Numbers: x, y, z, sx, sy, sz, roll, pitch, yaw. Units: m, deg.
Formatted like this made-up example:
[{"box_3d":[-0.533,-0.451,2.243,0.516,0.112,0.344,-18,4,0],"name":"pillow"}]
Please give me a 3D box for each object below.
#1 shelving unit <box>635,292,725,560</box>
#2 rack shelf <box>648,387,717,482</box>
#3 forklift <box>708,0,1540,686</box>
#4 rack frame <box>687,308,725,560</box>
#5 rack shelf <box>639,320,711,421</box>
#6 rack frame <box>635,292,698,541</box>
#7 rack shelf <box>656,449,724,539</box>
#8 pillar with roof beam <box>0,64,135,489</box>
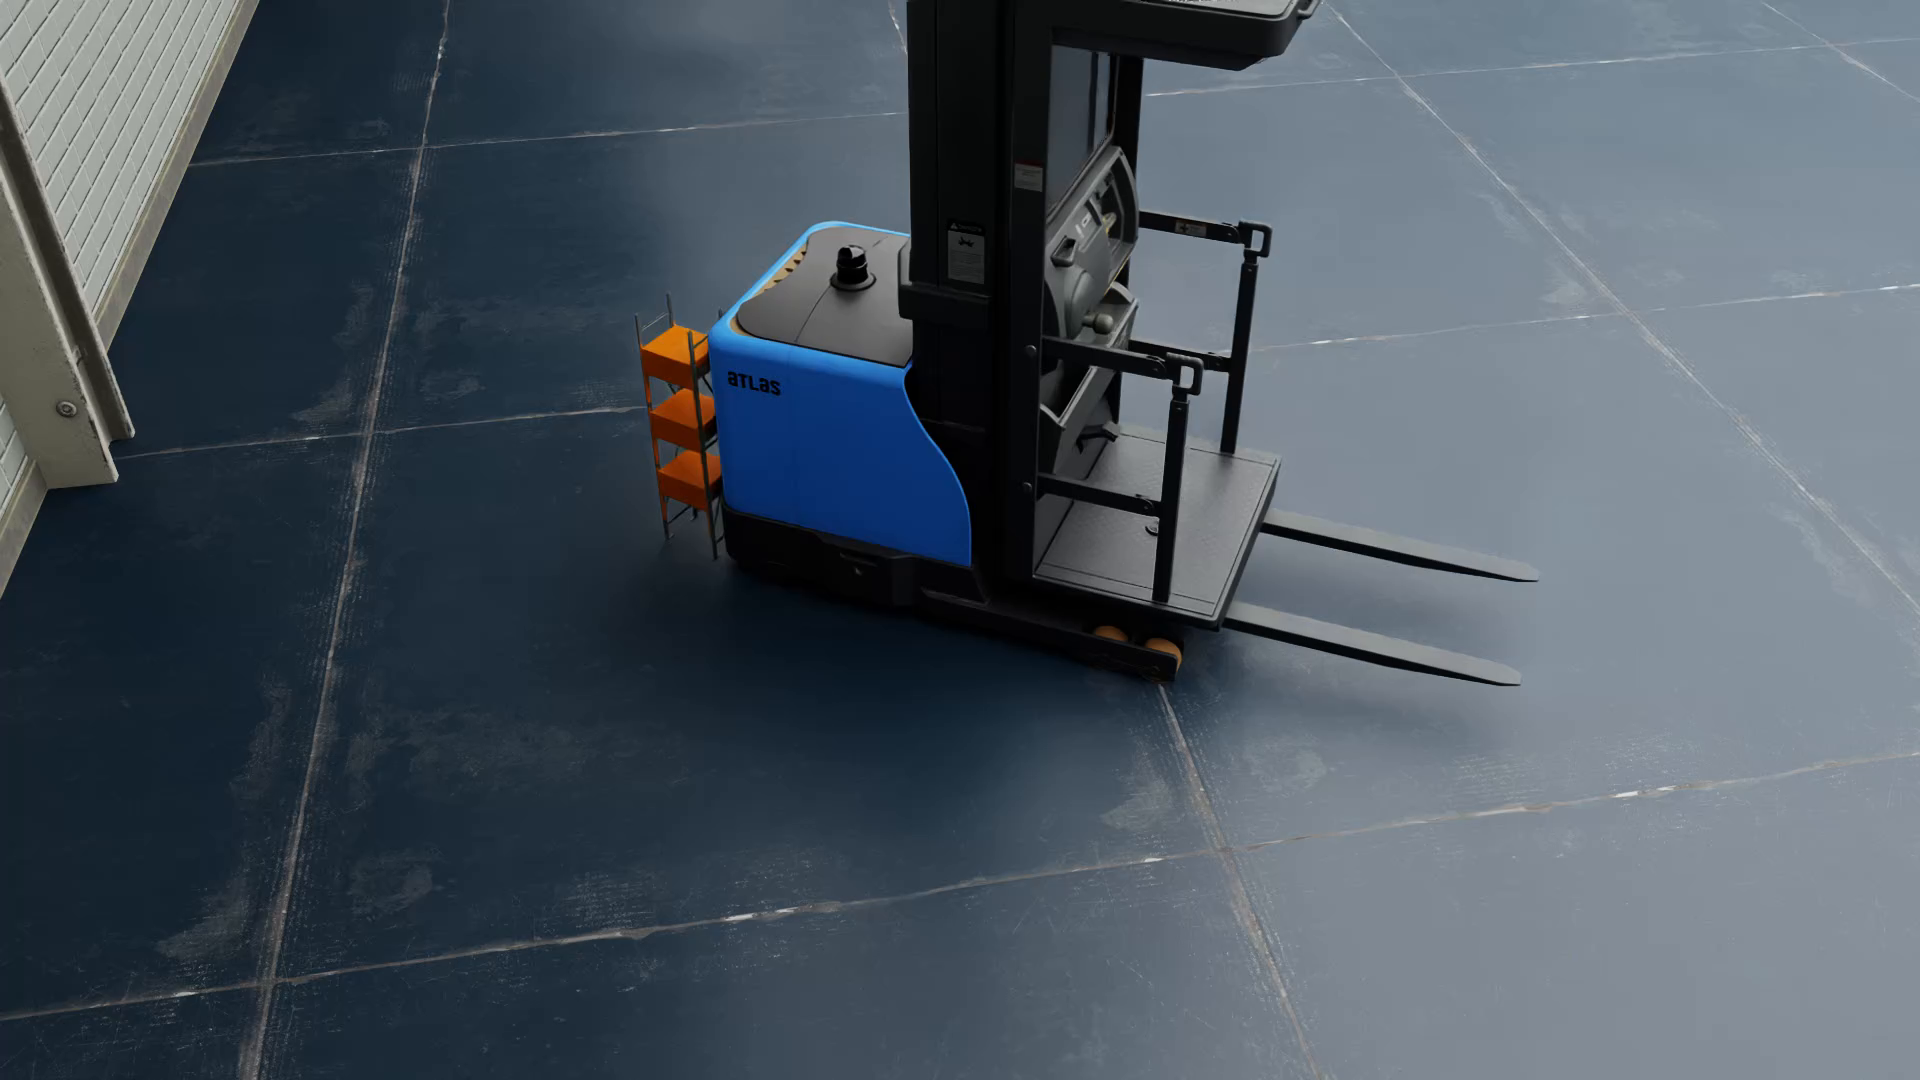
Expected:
[{"box_3d":[-1.035,-0.426,6.442,0.252,1.050,0.215,20,42,24],"name":"shelving unit"},{"box_3d":[-1.035,-0.417,6.448,0.240,0.259,0.215,20,42,24],"name":"rack shelf"},{"box_3d":[0.642,-1.005,5.654,3.031,2.935,1.130,13,40,16],"name":"forklift"},{"box_3d":[-0.931,-0.387,6.392,0.008,1.050,0.200,20,42,24],"name":"rack frame"},{"box_3d":[-1.035,-0.641,6.274,0.240,0.259,0.215,20,42,24],"name":"rack shelf"},{"box_3d":[-1.140,-0.464,6.492,0.008,1.050,0.200,20,42,24],"name":"rack frame"},{"box_3d":[-1.035,-0.198,6.619,0.240,0.259,0.215,20,42,24],"name":"rack shelf"},{"box_3d":[0.465,-4.365,5.034,9.100,9.000,0.400,-6,38,-8],"name":"pillar with roof beam"}]
